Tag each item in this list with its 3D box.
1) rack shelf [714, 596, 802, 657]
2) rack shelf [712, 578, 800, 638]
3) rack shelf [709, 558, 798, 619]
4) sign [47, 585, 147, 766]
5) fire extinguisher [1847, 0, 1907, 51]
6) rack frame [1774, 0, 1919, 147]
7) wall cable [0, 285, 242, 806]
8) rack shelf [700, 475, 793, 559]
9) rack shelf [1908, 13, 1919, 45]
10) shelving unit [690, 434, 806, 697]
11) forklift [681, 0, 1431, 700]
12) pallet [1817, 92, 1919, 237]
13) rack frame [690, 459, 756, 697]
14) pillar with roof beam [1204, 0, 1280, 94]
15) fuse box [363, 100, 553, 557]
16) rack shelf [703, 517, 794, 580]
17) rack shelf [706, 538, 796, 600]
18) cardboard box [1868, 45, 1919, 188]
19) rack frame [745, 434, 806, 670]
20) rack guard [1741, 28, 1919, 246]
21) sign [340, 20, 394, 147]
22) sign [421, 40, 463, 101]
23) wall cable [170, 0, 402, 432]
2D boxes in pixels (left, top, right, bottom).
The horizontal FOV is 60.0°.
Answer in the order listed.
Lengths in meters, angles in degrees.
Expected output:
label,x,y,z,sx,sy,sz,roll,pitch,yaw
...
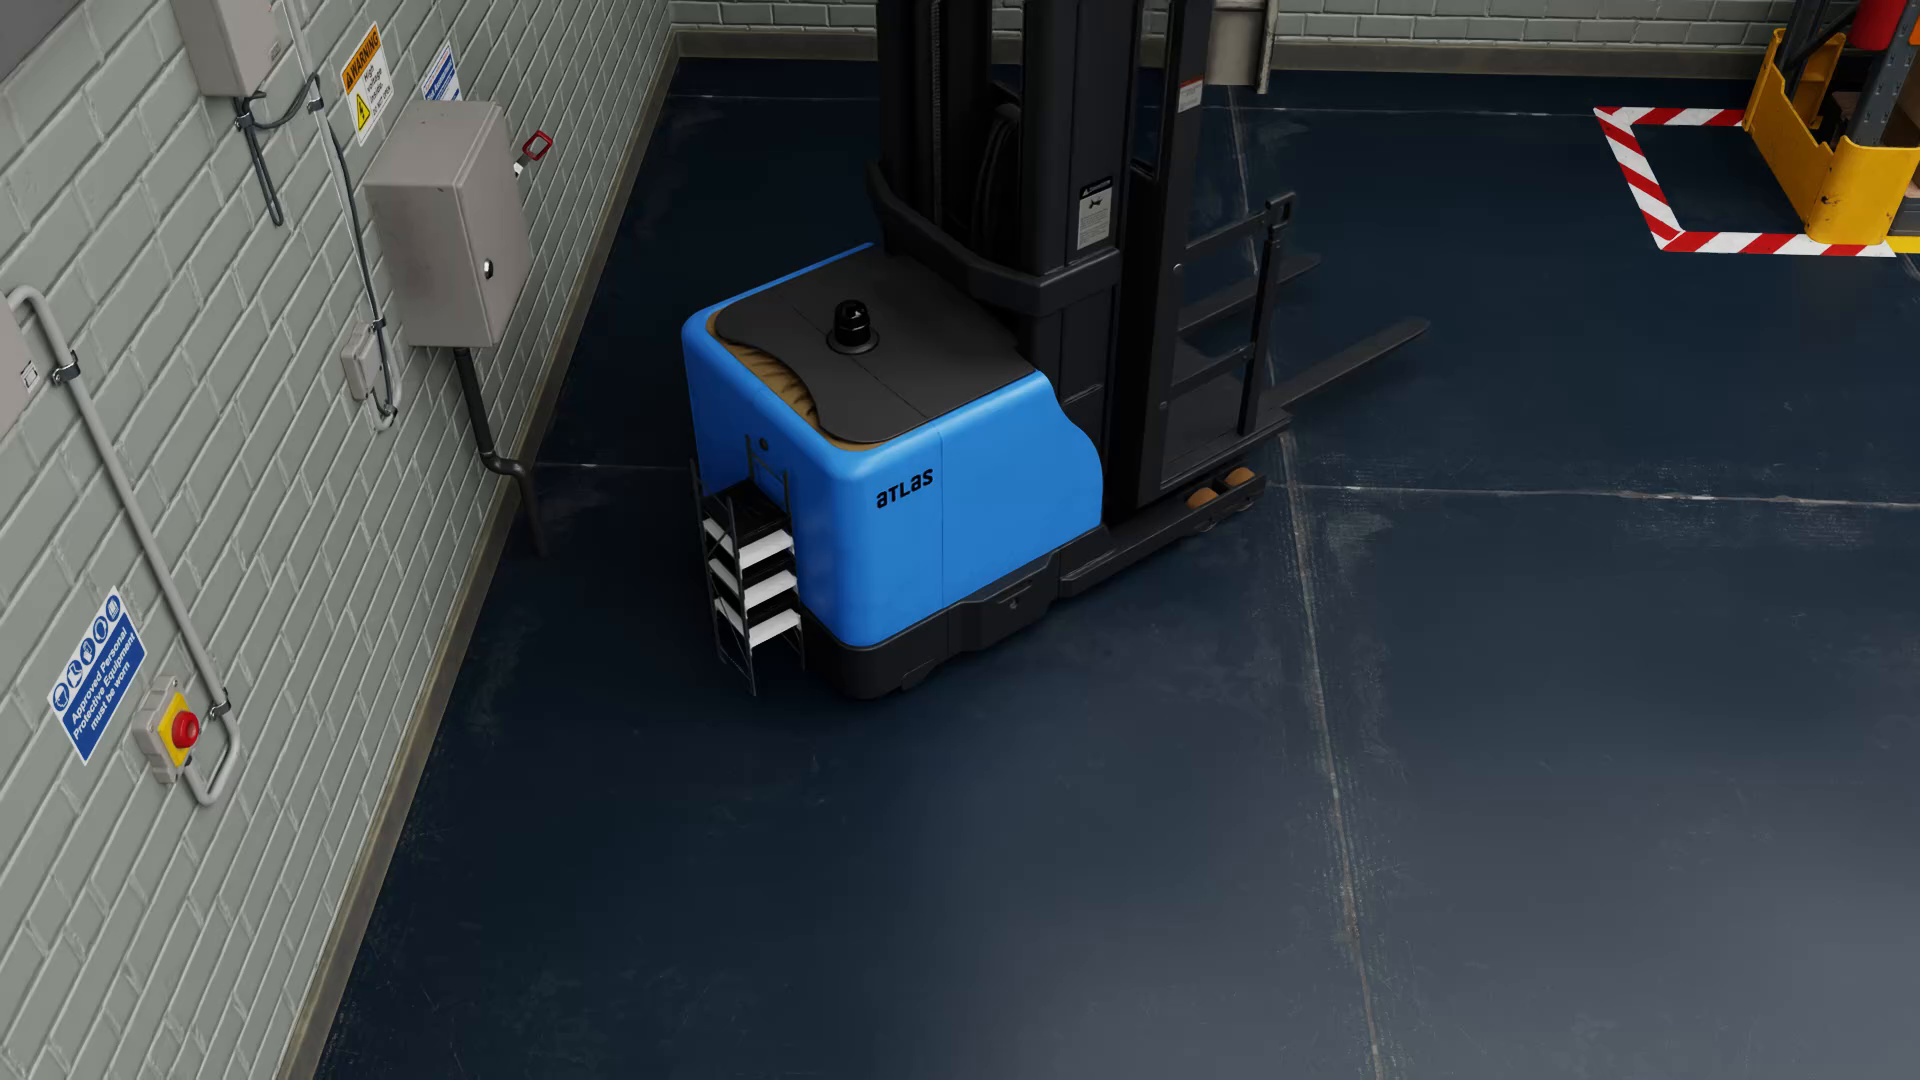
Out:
label,x,y,z,sx,sy,sz,roll,pitch,yaw
rack shelf,-0.690,0.255,5.629,0.200,0.077,0.258,-27,49,-26
rack shelf,-0.690,0.189,5.568,0.200,0.077,0.258,-27,49,-26
rack shelf,-0.690,0.123,5.507,0.200,0.077,0.258,-27,49,-26
sign,-1.833,0.287,3.543,0.001,0.218,0.327,2,43,2
fire extinguisher,3.916,-2.393,6.949,0.183,0.674,0.296,2,43,2
rack frame,4.084,-2.868,7.128,0.127,3.000,1.000,2,43,2
wall cable,-1.770,-0.029,3.312,0.123,1.953,0.585,2,43,2
rack shelf,-0.690,-0.075,5.323,0.200,0.077,0.258,-27,49,-26
rack shelf,6.082,-2.544,7.308,4.000,0.370,1.077,2,43,2
shelving unit,-0.690,0.099,5.484,0.210,0.900,0.258,-27,49,-26
forklift,0.545,-1.365,5.565,3.031,2.935,1.130,-27,49,-26
pallet,4.957,-1.822,8.051,1.213,0.211,1.003,2,43,2
rack frame,-0.771,0.141,5.439,0.006,0.900,0.240,-27,49,-26
pillar with roof beam,1.237,-2.829,2.684,0.400,9.000,9.100,2,43,2
fuse box,-1.529,-0.600,5.639,0.414,1.711,0.539,2,43,2
rack shelf,-0.690,-0.009,5.384,0.200,0.077,0.258,-27,49,-26
rack shelf,-0.690,0.057,5.445,0.200,0.077,0.258,-27,49,-26
cardboard box,4.691,-2.025,7.747,0.637,0.503,0.797,0,43,0
rack frame,-0.609,0.057,5.529,0.006,0.900,0.240,-27,49,-26
rack guard,4.160,-1.951,7.978,0.348,0.500,1.175,2,43,2
sign,-1.739,-1.342,4.884,0.001,0.242,0.339,2,43,2
sign,-1.714,-1.379,5.600,0.001,0.494,0.329,2,43,2
wall cable,-1.717,-0.983,4.360,0.122,1.984,0.588,2,43,2
